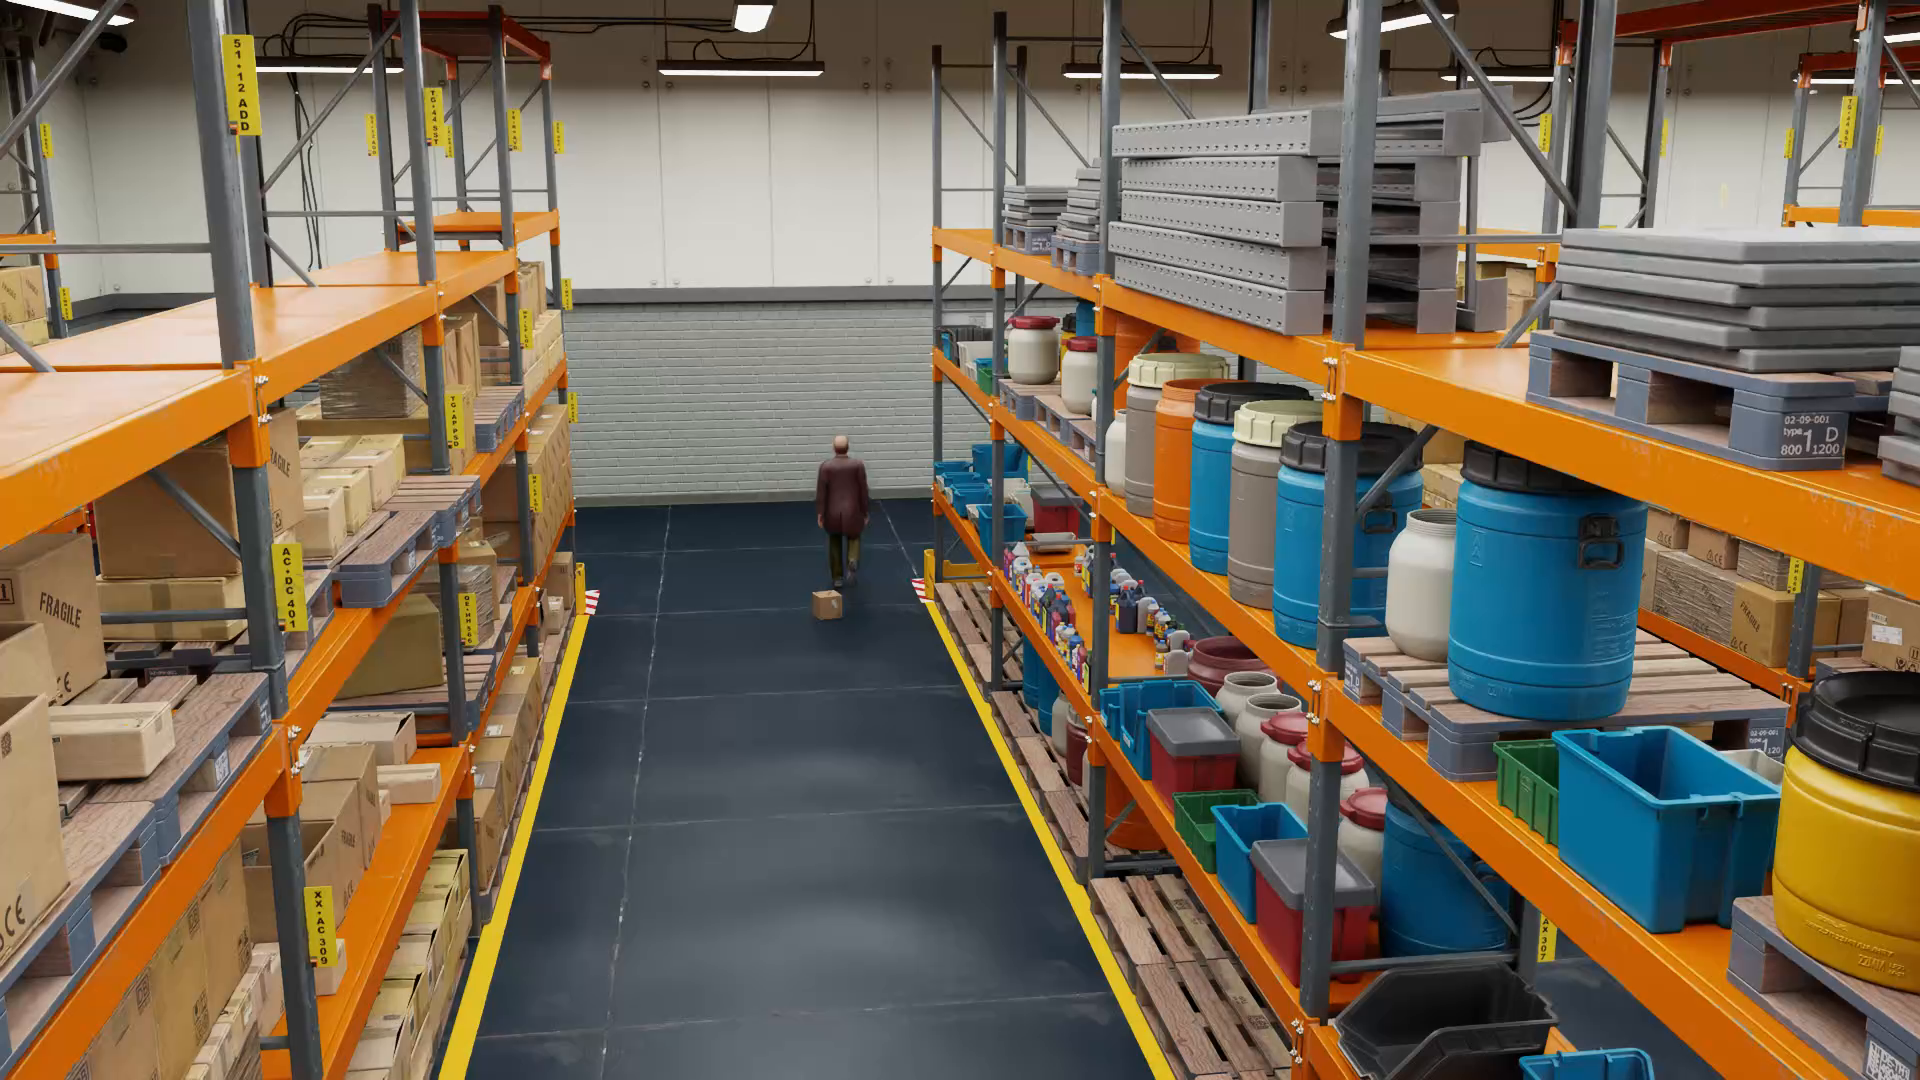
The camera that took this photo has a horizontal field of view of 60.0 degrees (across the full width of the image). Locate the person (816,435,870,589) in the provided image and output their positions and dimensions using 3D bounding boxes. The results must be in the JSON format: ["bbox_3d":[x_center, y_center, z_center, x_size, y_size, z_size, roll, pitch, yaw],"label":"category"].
[{"bbox_3d":[-1.333,-0.314,18.957,0.621,1.762,0.715,-1,13,-2],"label":"person"}]
